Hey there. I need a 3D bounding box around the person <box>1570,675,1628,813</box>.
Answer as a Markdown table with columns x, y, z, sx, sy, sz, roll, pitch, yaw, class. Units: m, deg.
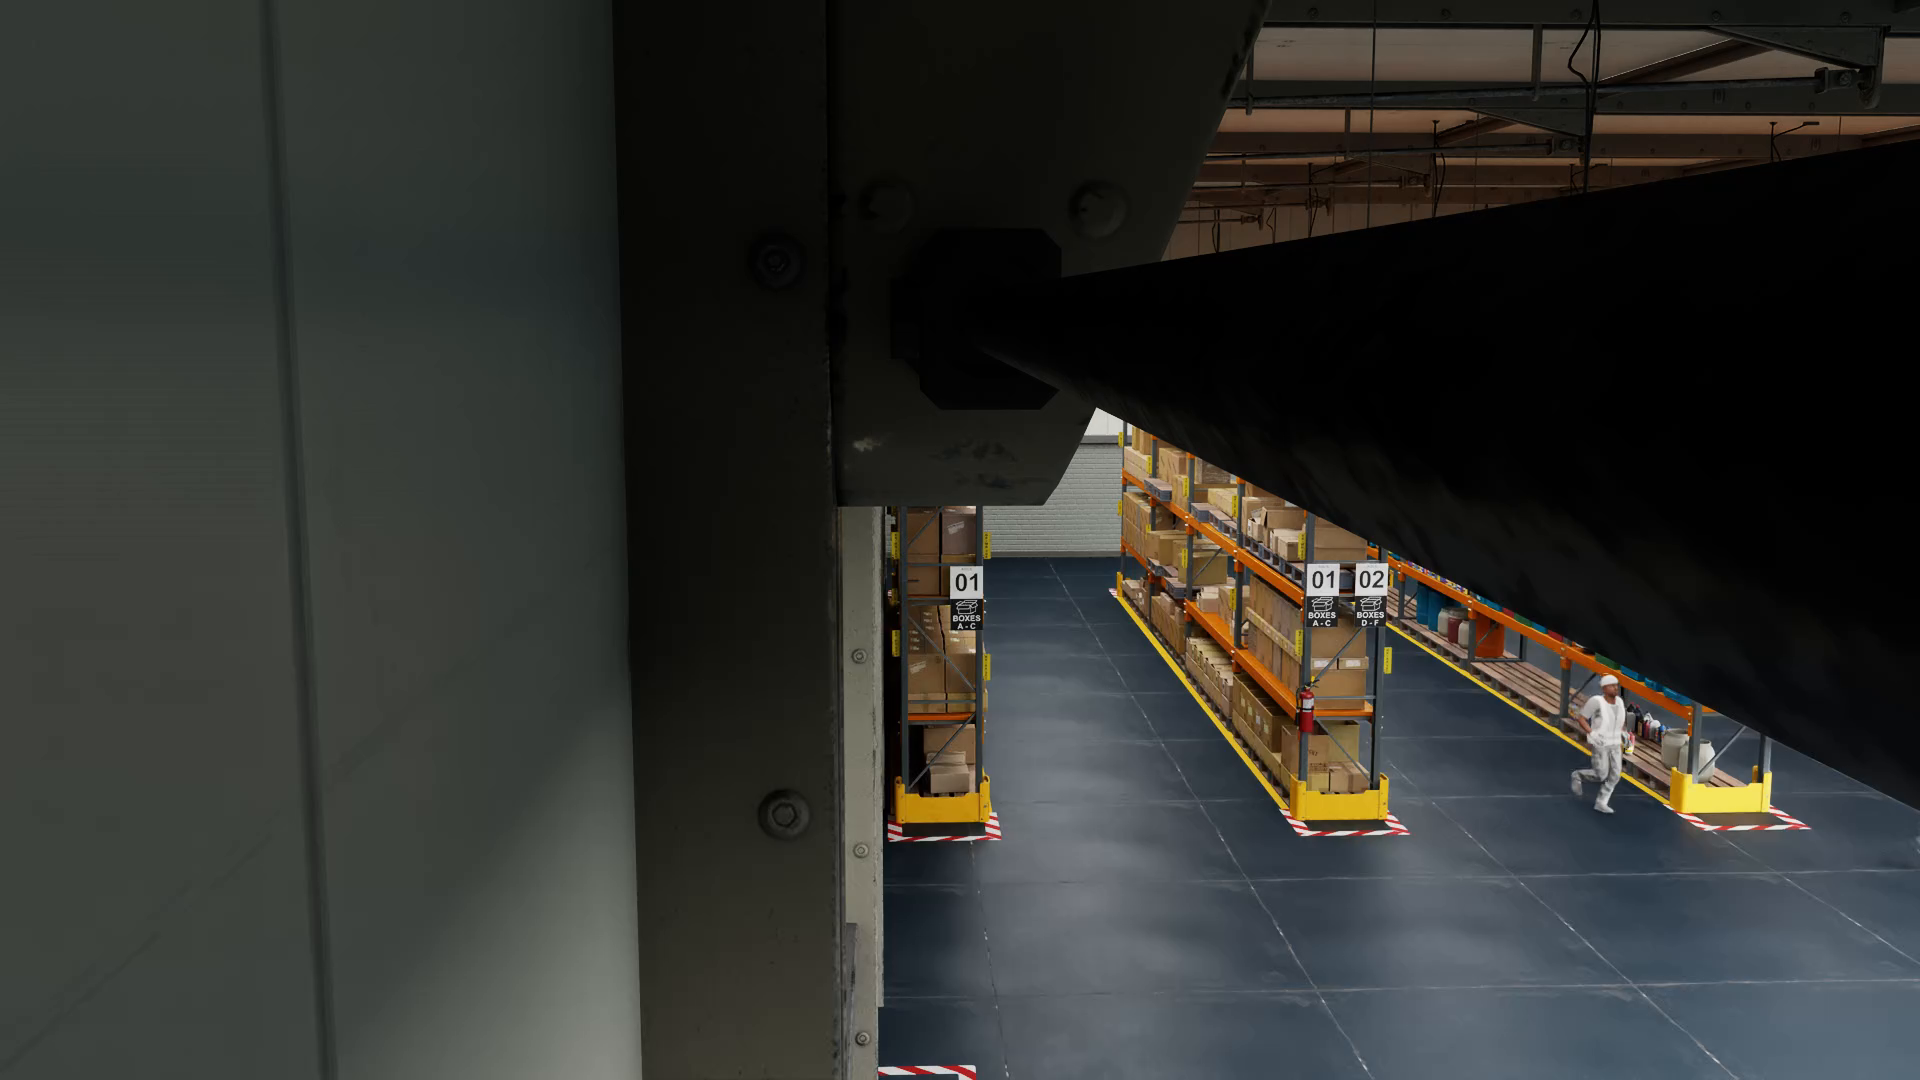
| x | y | z | sx | sy | sz | roll | pitch | yaw | class |
| --- | --- | --- | --- | --- | --- | --- | --- | --- | --- |
| 8.123 | 2.550 | 20.992 | 0.680 | 1.734 | 0.649 | -3 | 9 | -20 | person |
